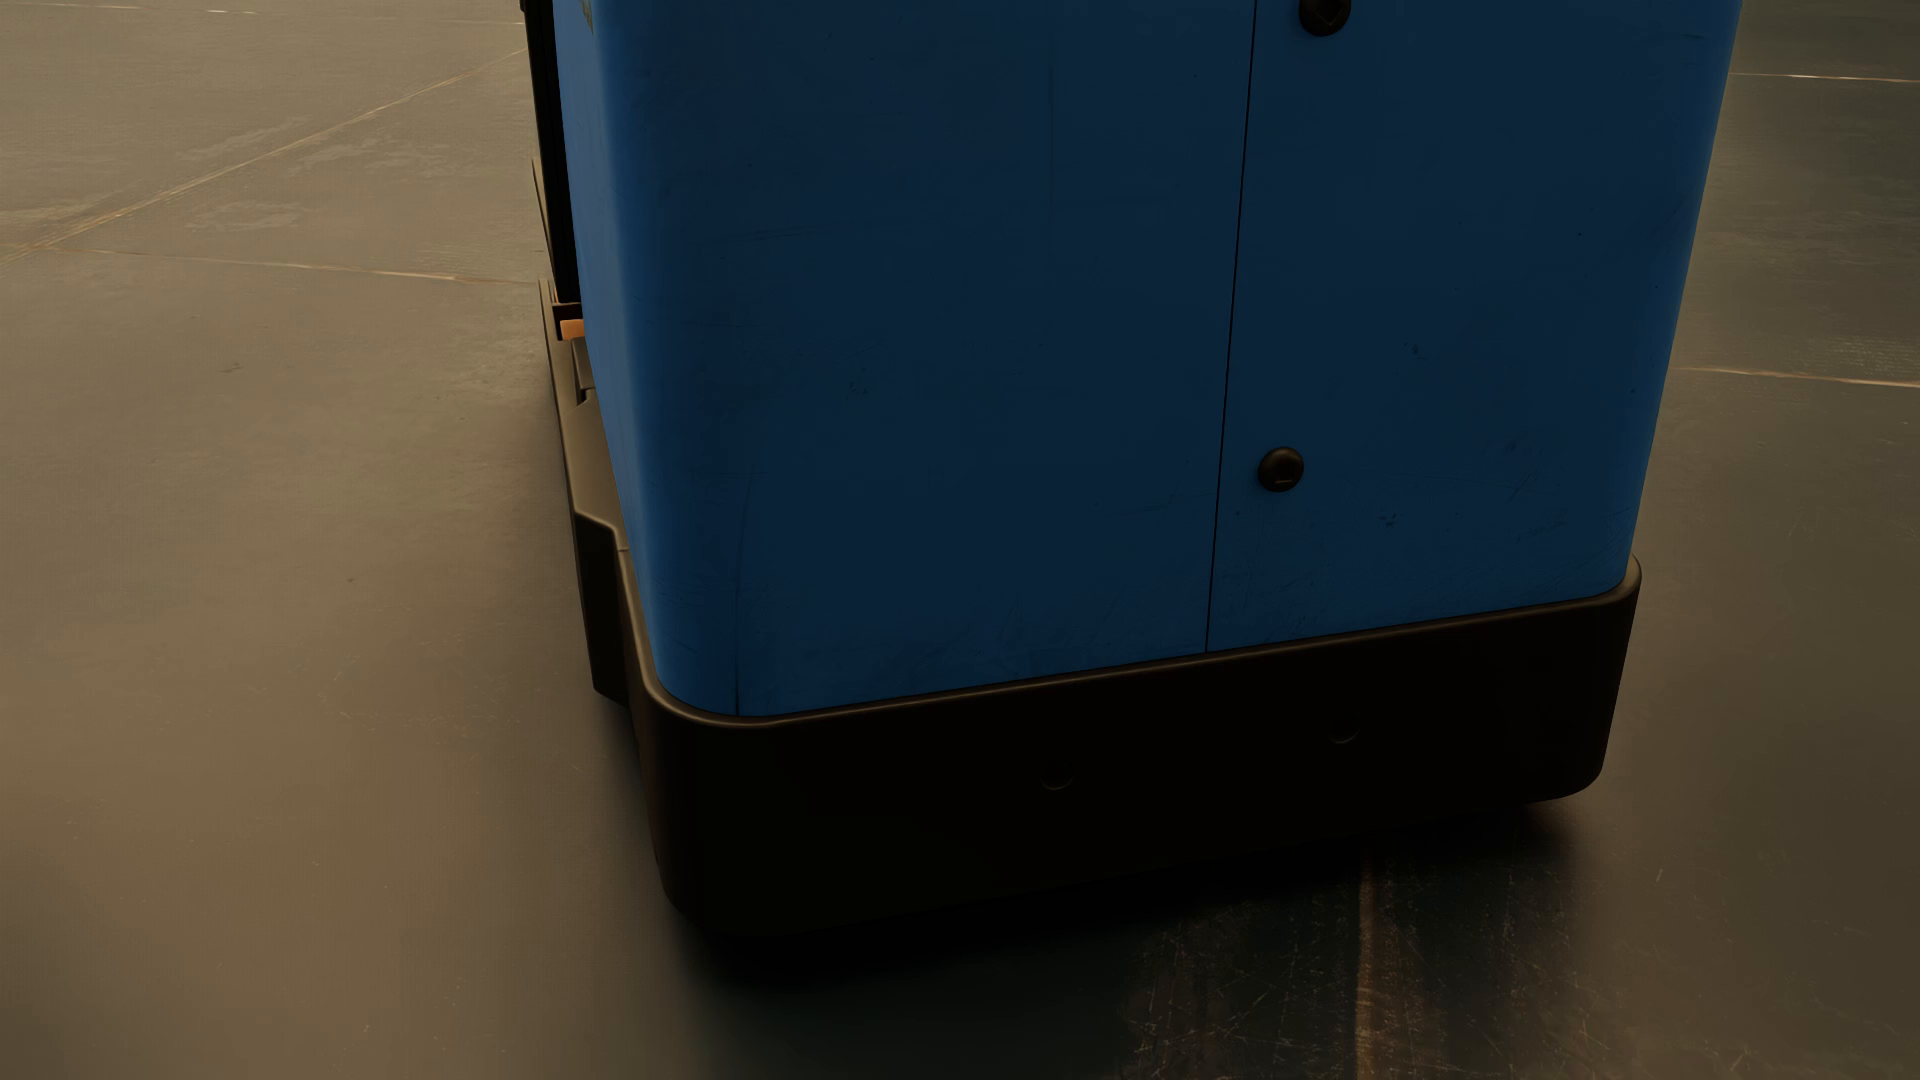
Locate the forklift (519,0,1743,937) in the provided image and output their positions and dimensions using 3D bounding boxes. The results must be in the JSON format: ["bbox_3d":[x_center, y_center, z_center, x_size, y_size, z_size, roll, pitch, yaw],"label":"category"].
[{"bbox_3d":[-0.161,-1.574,2.366,1.130,2.935,3.031,-7,28,-14],"label":"forklift"}]
